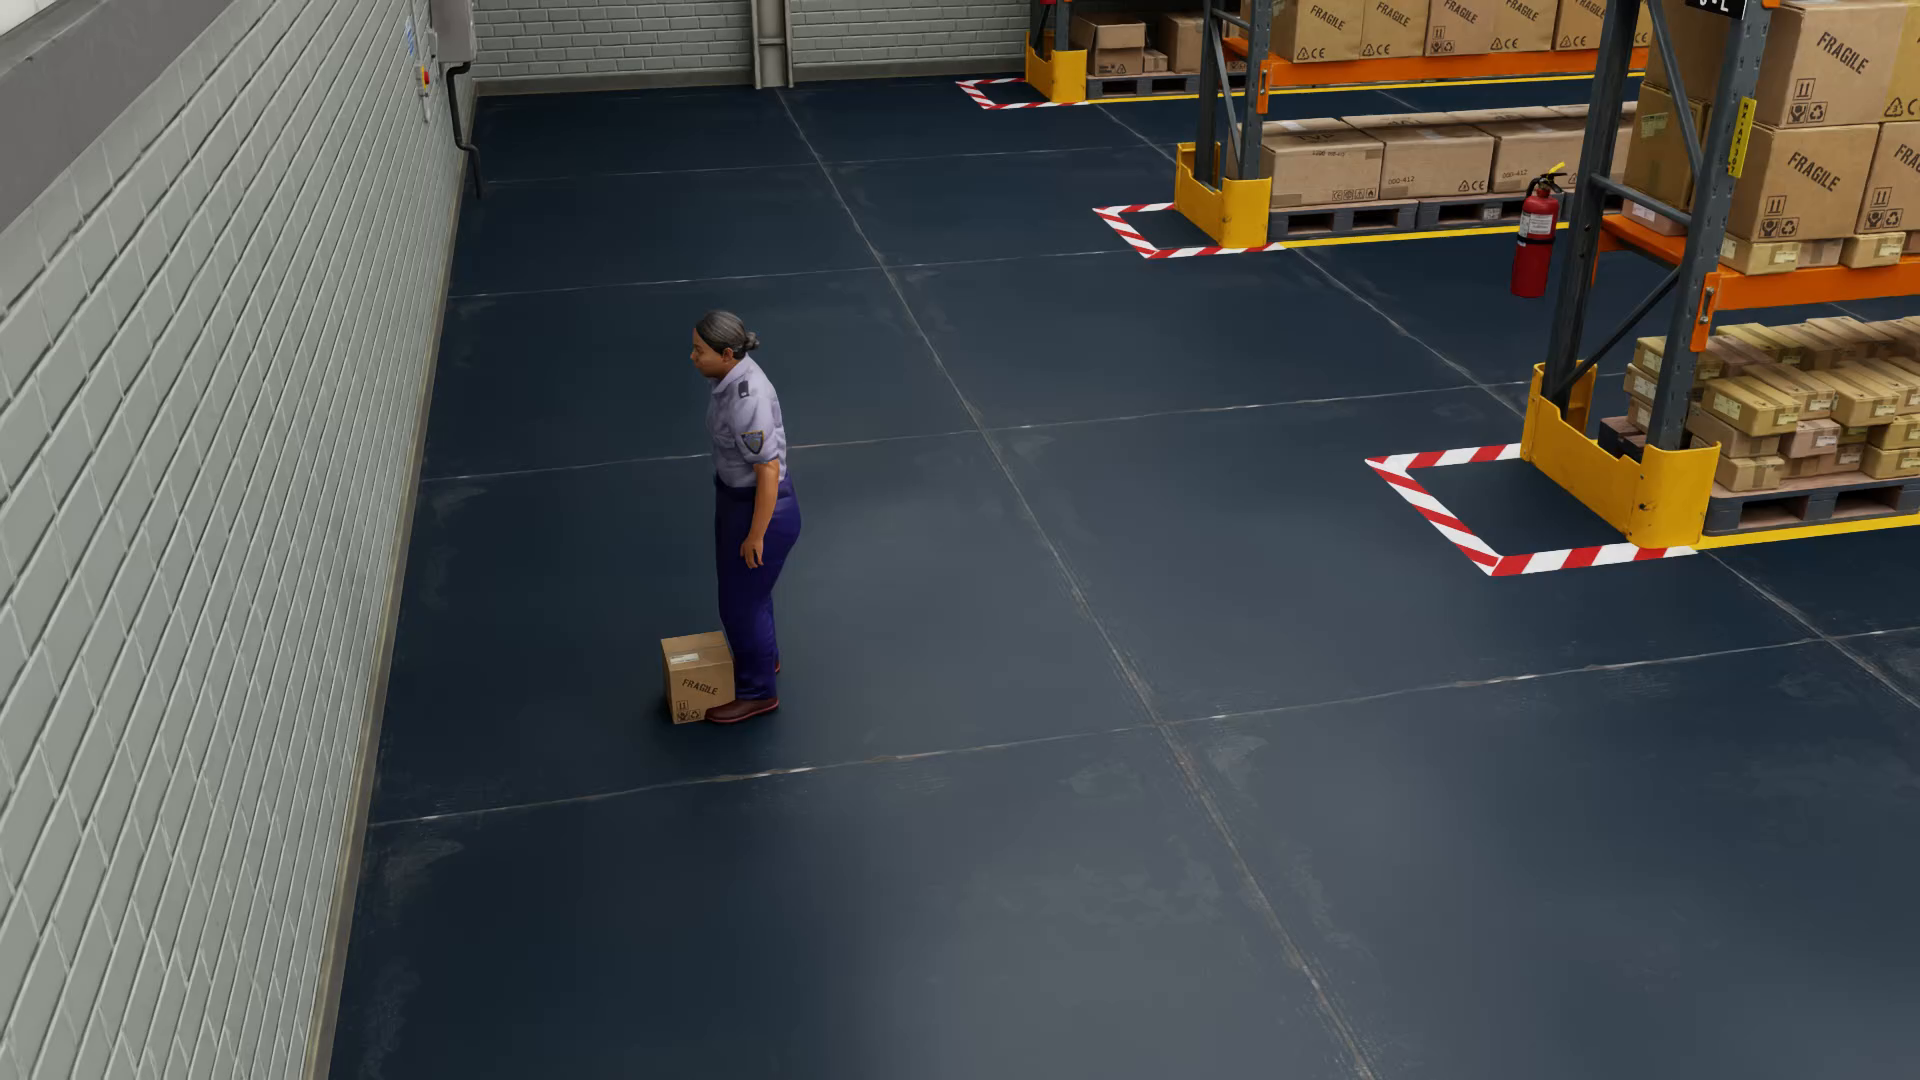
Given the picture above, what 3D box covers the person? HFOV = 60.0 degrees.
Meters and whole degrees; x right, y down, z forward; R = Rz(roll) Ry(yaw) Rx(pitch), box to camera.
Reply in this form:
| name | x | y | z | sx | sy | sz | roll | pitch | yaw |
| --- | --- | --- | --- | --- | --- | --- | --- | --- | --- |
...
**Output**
| name | x | y | z | sx | sy | sz | roll | pitch | yaw |
| --- | --- | --- | --- | --- | --- | --- | --- | --- | --- |
| person | -0.835 | -0.104 | 6.330 | 0.425 | 1.650 | 0.553 | -7 | 28 | -14 |
